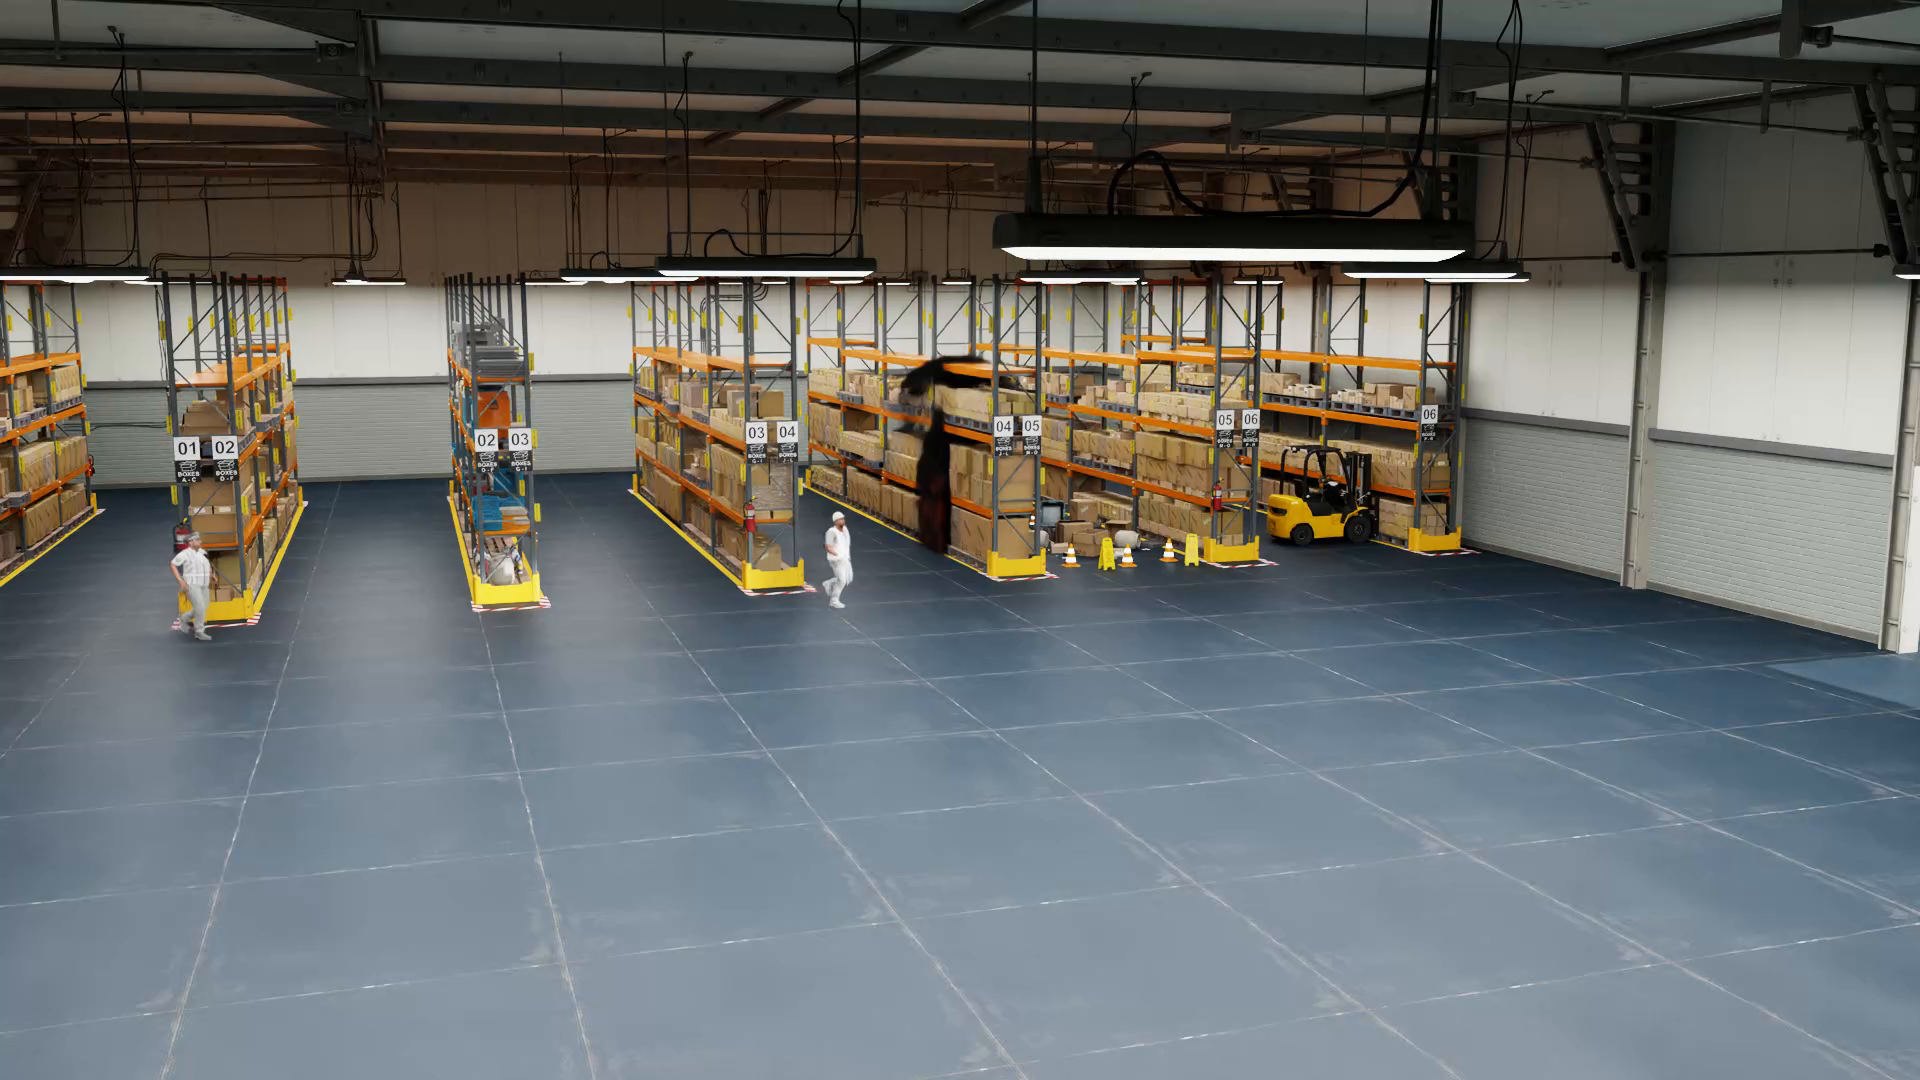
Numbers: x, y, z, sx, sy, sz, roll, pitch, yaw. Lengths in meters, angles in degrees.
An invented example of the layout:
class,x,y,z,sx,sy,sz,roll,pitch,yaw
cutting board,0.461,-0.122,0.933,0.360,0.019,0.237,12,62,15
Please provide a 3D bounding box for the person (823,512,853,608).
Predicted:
class,x,y,z,sx,sy,sz,roll,pitch,yaw
person,-2.217,0.347,30.077,0.663,1.746,0.705,4,10,27

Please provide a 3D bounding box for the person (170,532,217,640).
class,x,y,z,sx,sy,sz,roll,pitch,yaw
person,-12.606,0.746,27.483,0.703,1.759,0.709,3,9,21

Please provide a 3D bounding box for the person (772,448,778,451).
class,x,y,z,sx,sy,sz,roll,pitch,yaw
person,-5.510,-2.319,47.539,0.727,1.748,0.954,1,9,10
